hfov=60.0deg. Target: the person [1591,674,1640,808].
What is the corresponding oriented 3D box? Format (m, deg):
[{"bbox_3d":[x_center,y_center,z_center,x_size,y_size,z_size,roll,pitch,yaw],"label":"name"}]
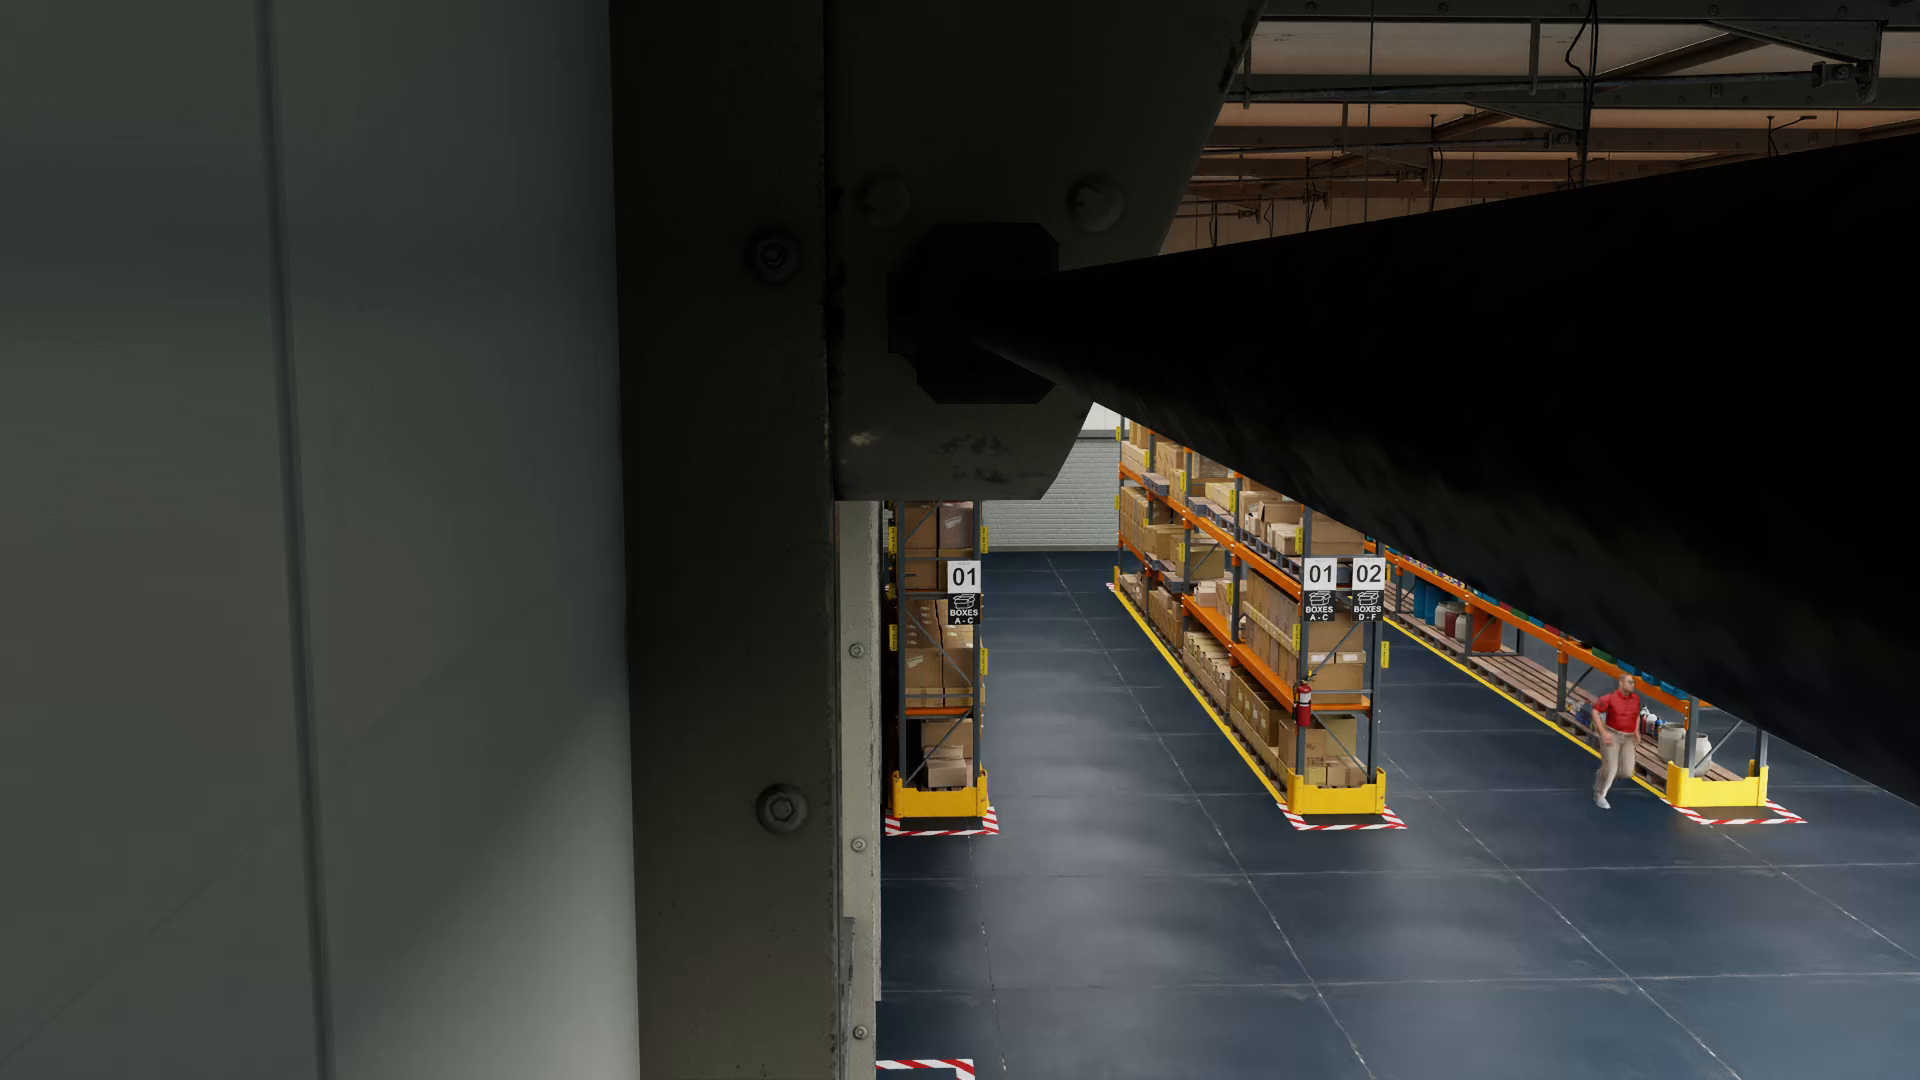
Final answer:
[{"bbox_3d":[8.310,2.513,20.999,0.714,1.673,0.521,-2,8,-14],"label":"person"}]
